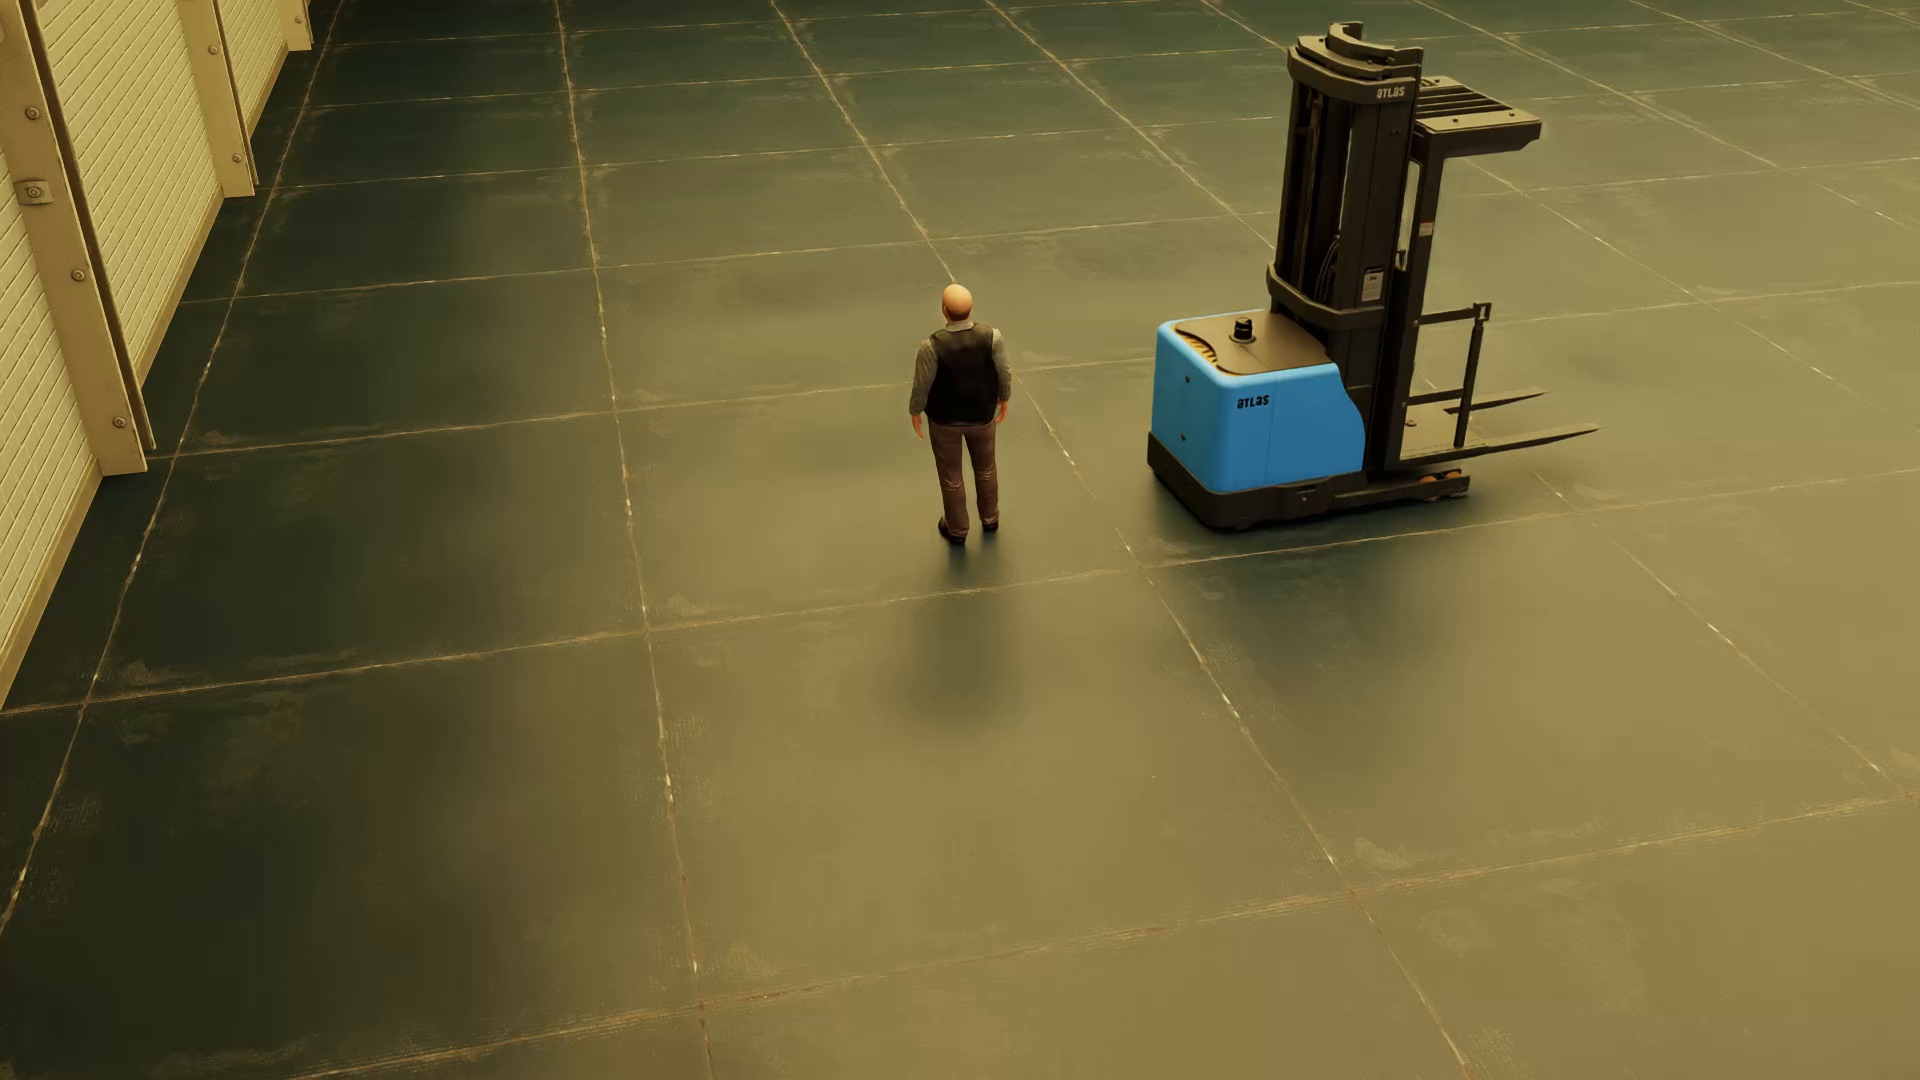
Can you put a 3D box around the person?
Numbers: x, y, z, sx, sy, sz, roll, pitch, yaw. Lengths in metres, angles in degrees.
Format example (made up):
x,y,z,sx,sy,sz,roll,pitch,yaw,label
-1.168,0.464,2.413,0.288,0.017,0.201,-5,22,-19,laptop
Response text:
x,y,z,sx,sy,sz,roll,pitch,yaw,label
-0.008,-0.783,10.119,0.634,1.722,0.566,-7,31,-12,person

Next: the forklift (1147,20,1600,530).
x,y,z,sx,sy,sz,roll,pitch,yaw,label
2.841,-1.761,10.617,3.031,2.935,1.130,-10,31,-16,forklift
